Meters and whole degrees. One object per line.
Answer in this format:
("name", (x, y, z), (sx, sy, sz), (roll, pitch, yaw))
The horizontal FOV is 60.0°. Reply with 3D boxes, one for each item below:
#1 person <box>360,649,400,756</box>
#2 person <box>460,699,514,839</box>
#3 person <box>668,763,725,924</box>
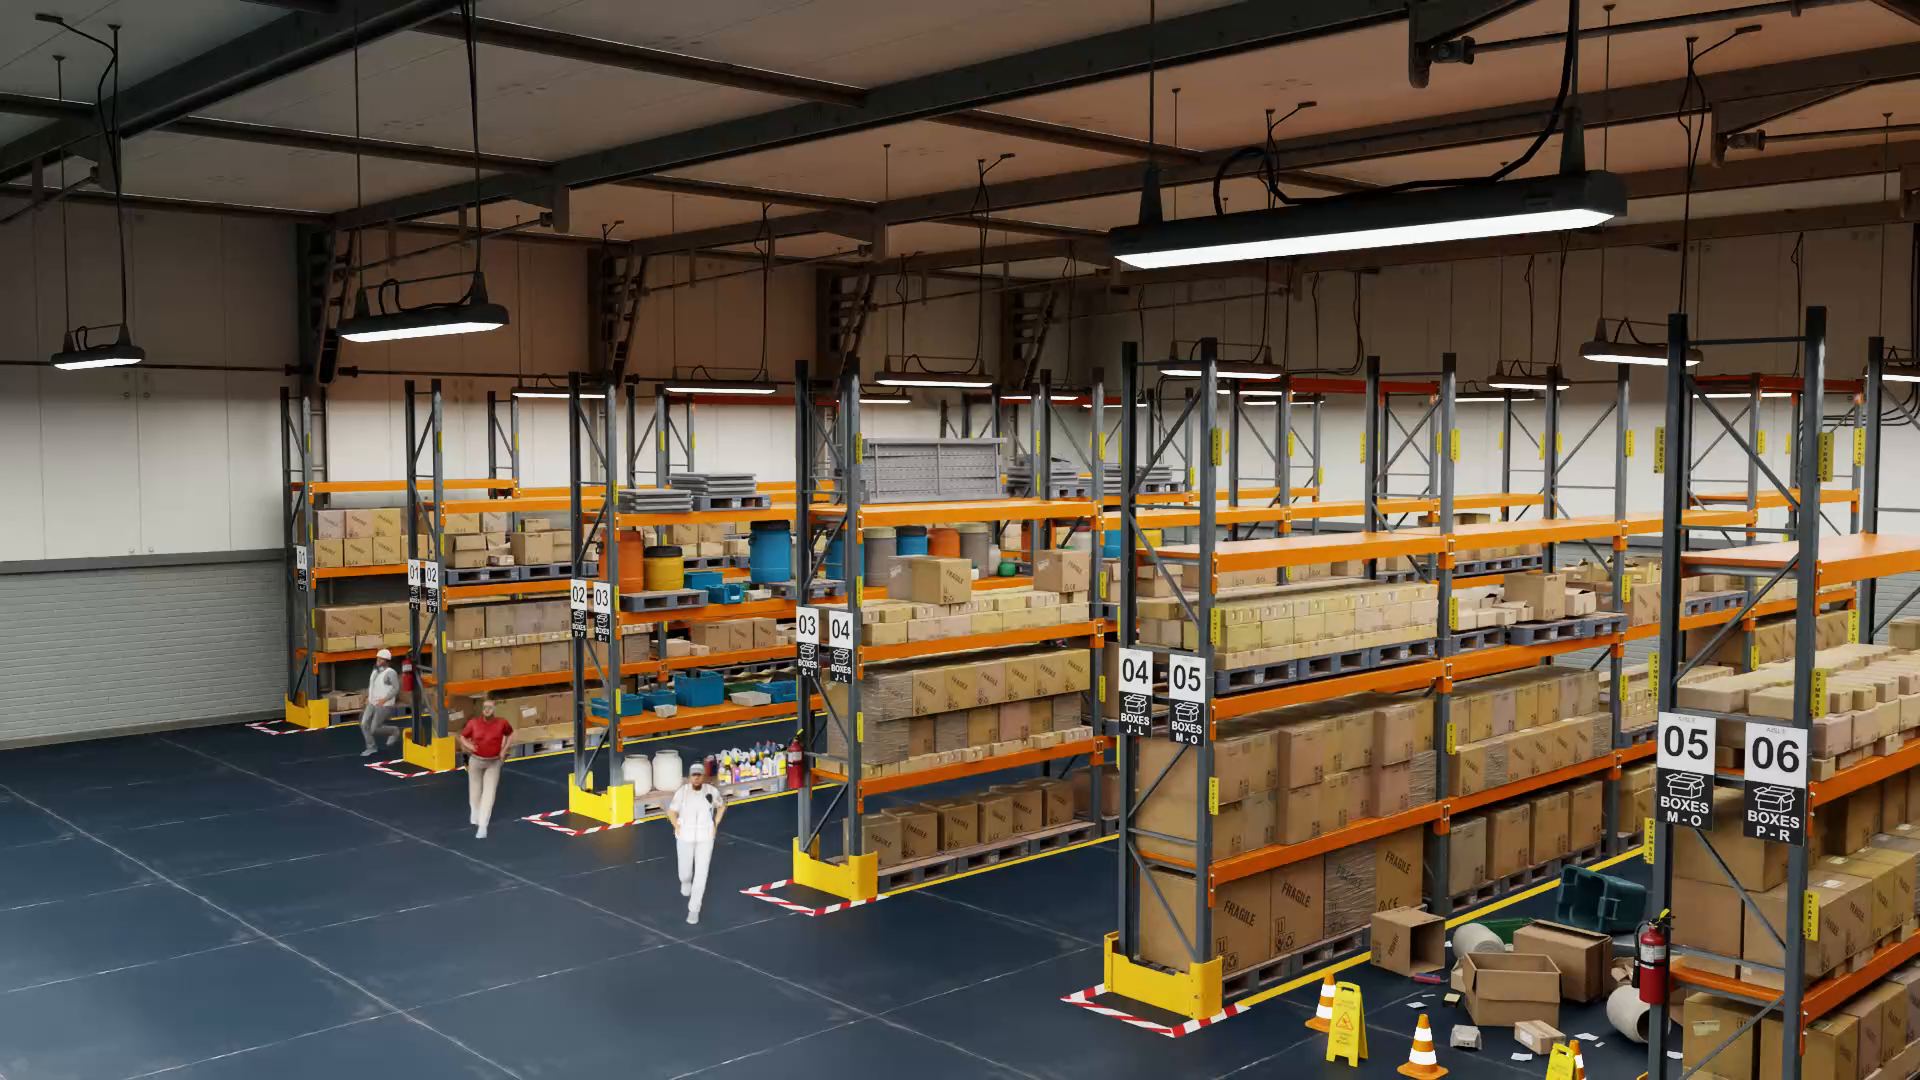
("person", (-9.283, 2.614, 26.791), (0.698, 1.735, 0.632), (3, 4, 35))
("person", (-6.149, 2.932, 21.623), (0.668, 1.747, 0.894), (-1, 4, -11))
("person", (-2.832, 3.215, 17.898), (0.608, 1.656, 0.809), (-1, 4, -9))
